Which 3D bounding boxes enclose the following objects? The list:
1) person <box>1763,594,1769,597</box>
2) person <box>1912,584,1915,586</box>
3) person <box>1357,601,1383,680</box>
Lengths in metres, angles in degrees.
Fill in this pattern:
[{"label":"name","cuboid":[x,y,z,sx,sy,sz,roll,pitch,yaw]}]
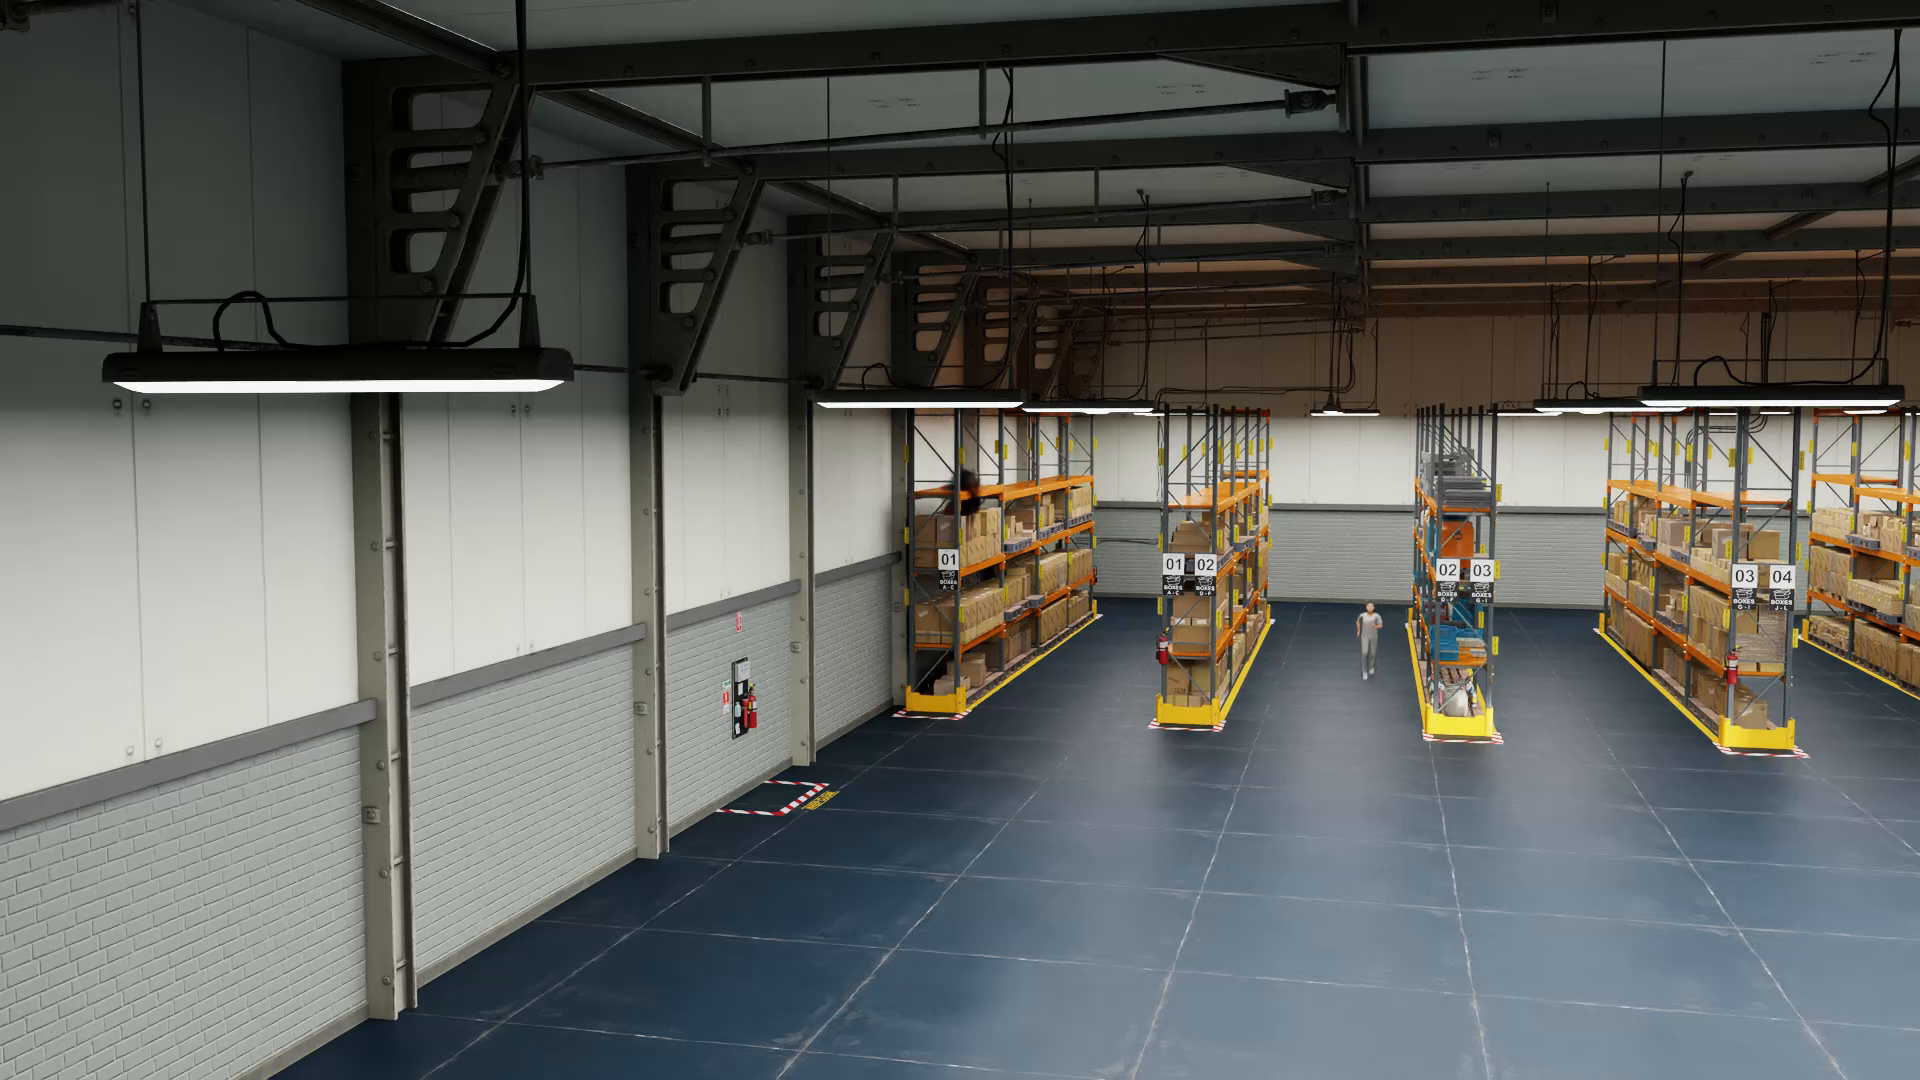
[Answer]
[{"label":"person","cuboid":[20.714,1.732,42.821,0.729,1.776,0.825,2,4,20]},{"label":"person","cuboid":[23.734,1.916,41.380,0.594,1.615,0.555,1,4,11]},{"label":"person","cuboid":[9.049,2.197,36.750,0.558,1.659,0.940,1,4,15]}]
